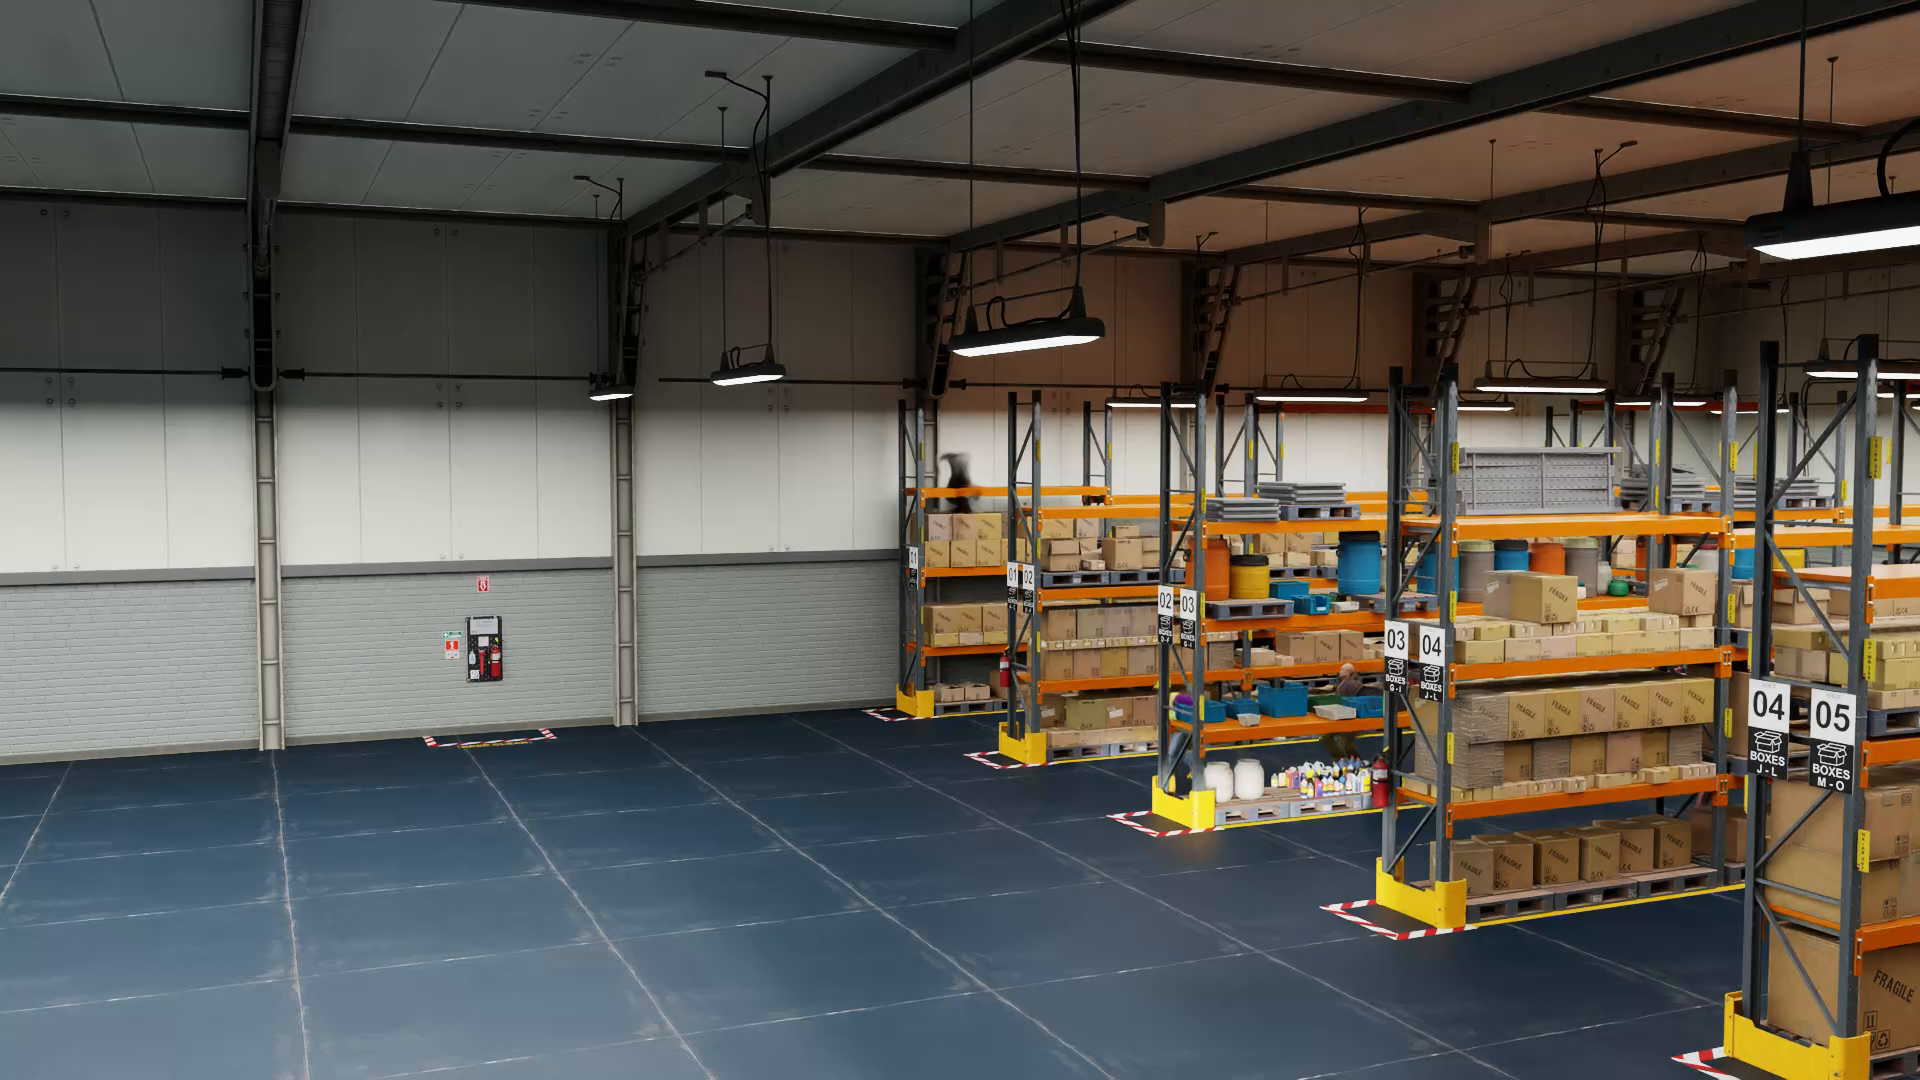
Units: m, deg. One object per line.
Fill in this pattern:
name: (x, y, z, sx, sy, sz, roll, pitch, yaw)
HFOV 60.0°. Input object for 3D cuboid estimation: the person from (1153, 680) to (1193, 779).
person: (3.286, 2.885, 24.826, 1.033, 1.714, 0.735, -3, 5, -44)

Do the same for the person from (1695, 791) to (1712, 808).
person: (10.311, 3.026, 22.934, 0.626, 1.604, 0.566, -3, 4, -39)

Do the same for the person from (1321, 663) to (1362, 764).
person: (5.966, 2.783, 25.680, 0.681, 1.773, 0.688, -1, 3, -14)
